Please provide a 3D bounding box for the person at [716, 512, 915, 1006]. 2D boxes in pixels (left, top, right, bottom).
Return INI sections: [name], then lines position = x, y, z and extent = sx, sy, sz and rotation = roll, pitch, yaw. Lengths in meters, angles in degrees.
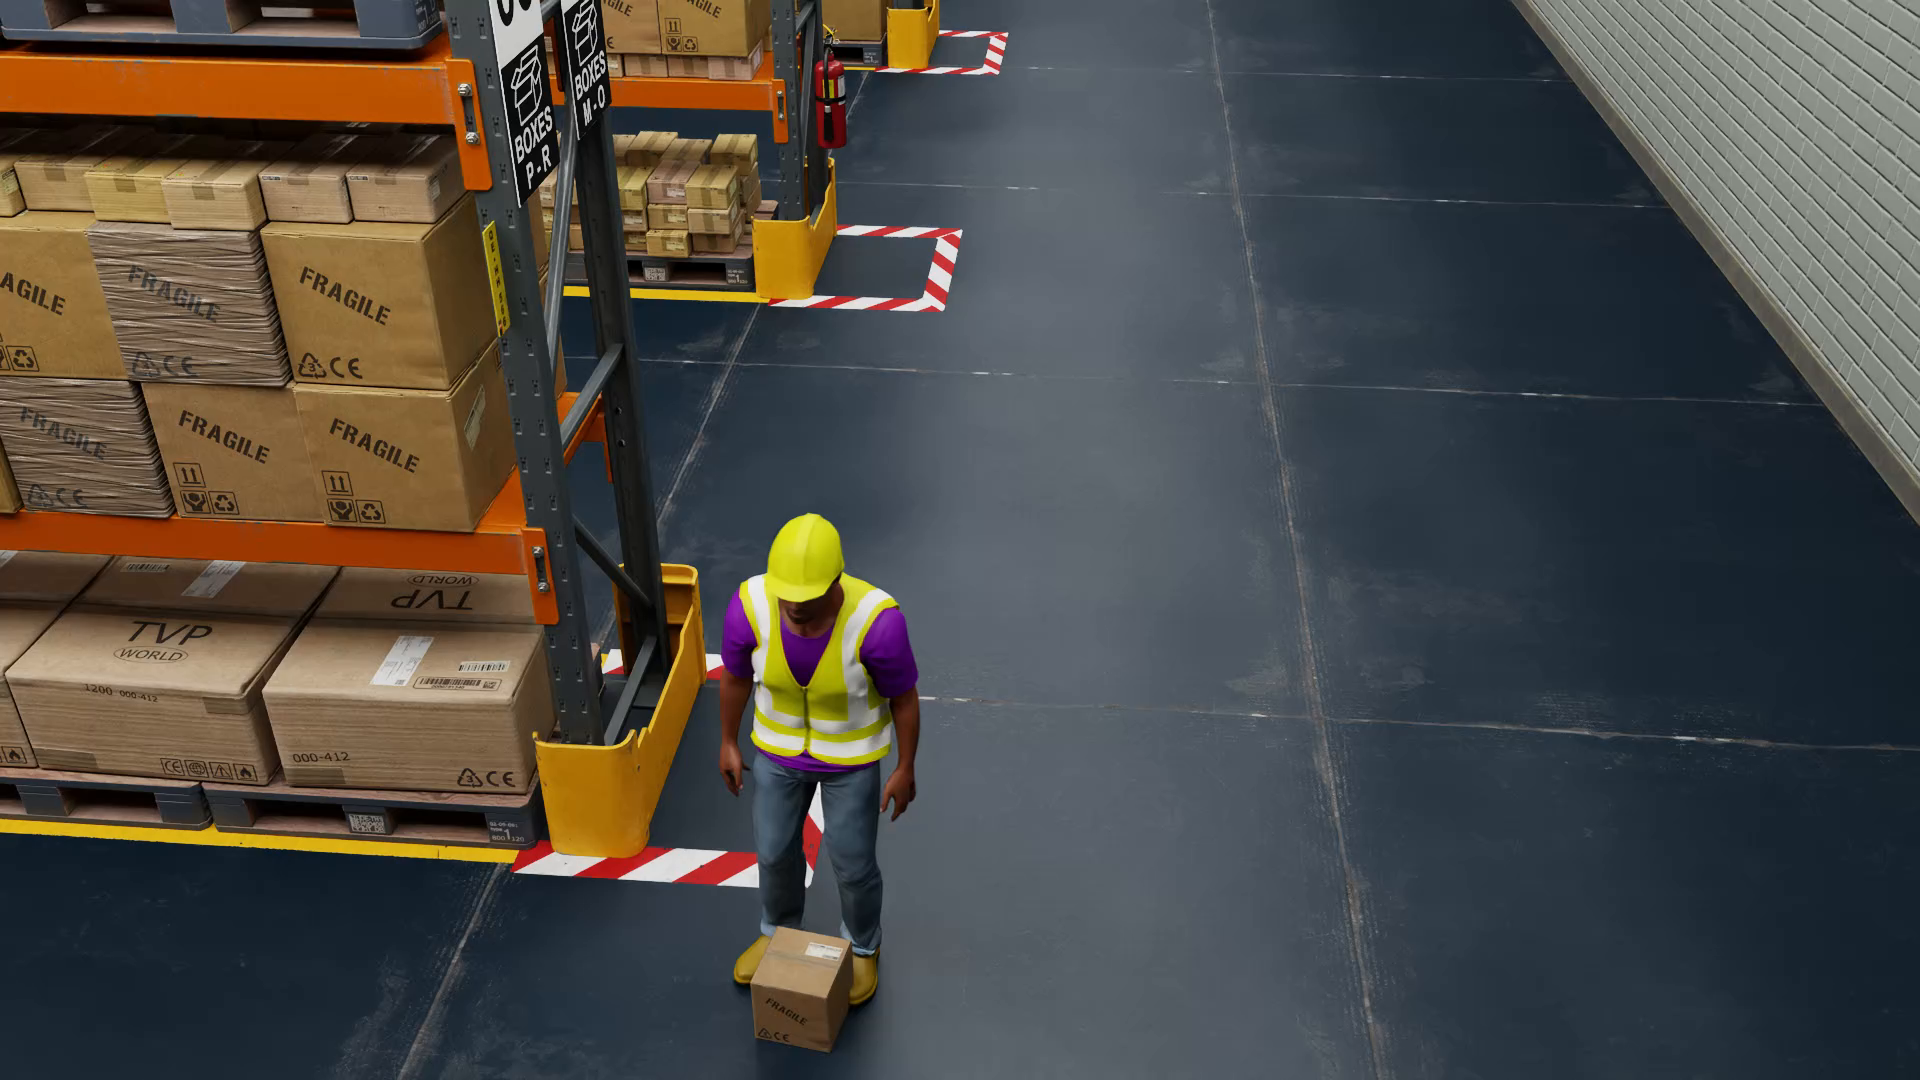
[person]
position = -0.452, 0.661, 5.055
extent = 0.620, 1.756, 0.461
rotation = 9, 33, 14
